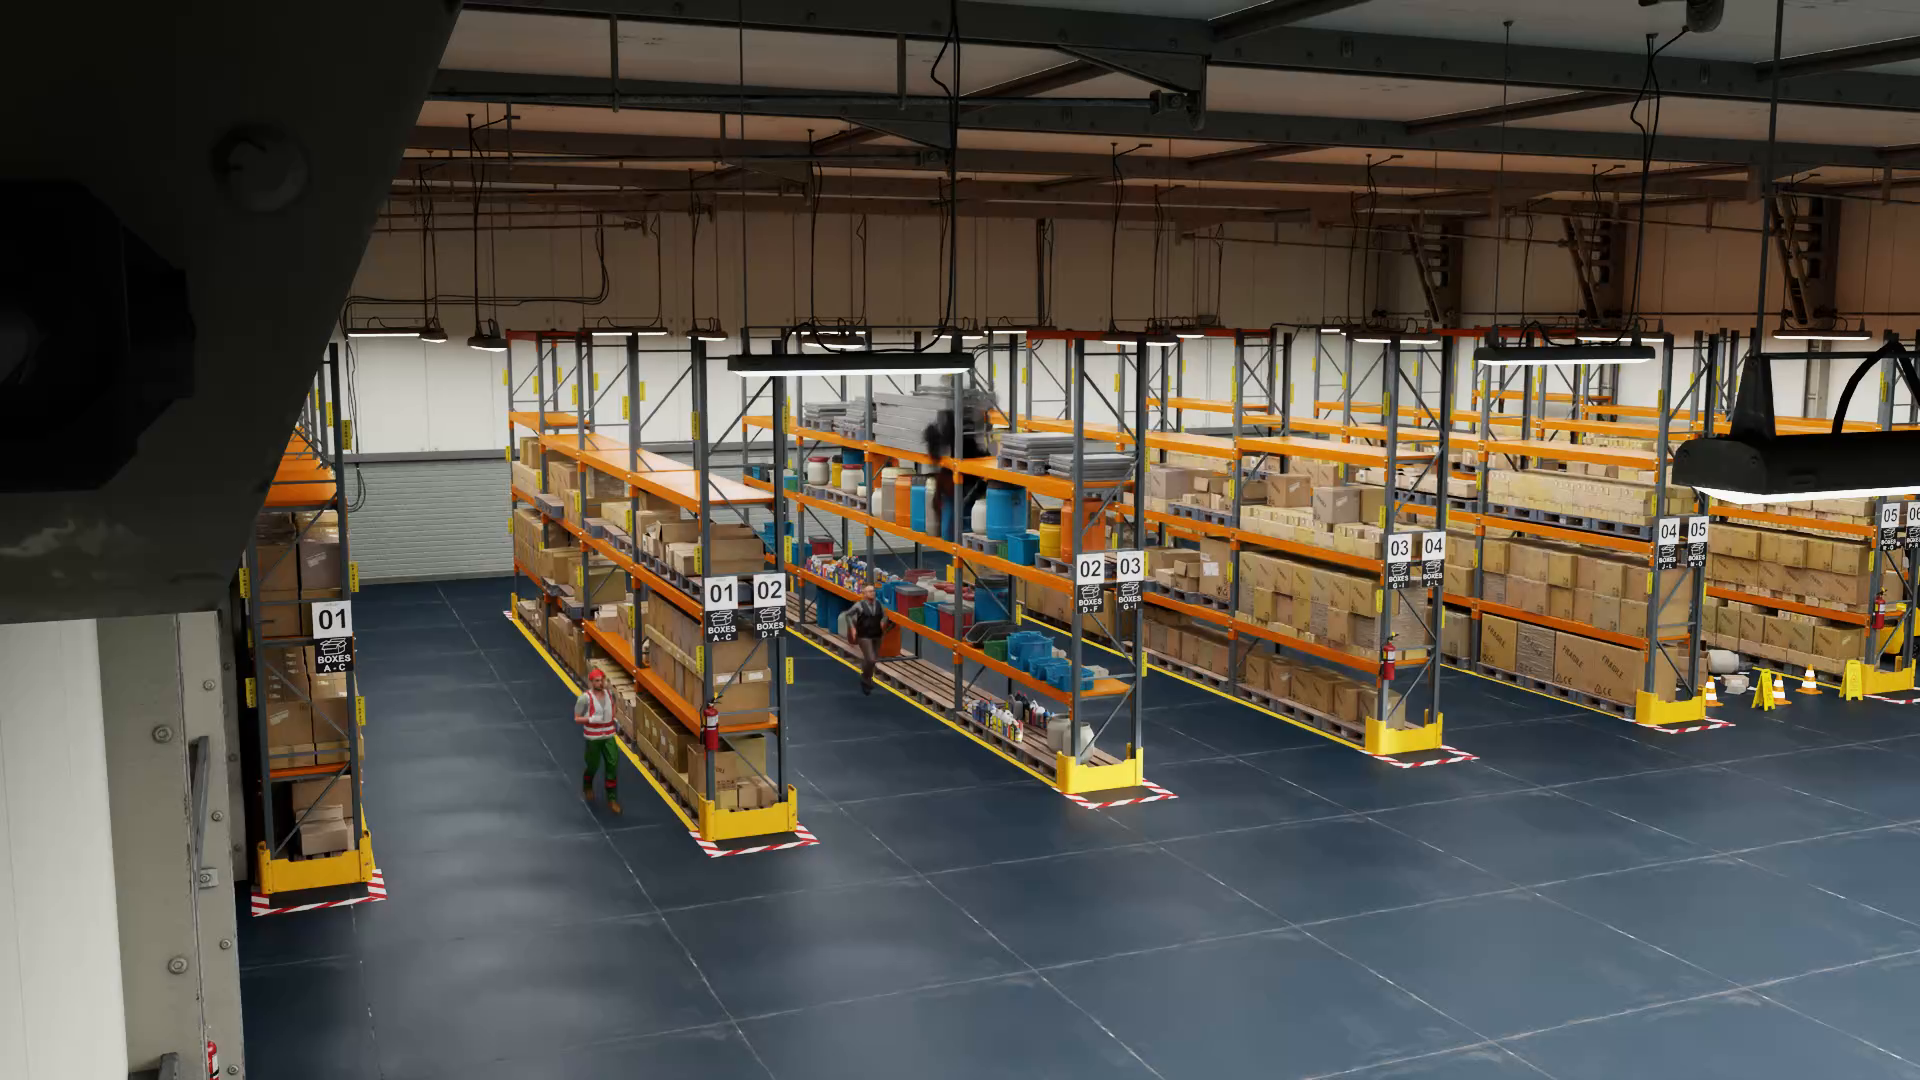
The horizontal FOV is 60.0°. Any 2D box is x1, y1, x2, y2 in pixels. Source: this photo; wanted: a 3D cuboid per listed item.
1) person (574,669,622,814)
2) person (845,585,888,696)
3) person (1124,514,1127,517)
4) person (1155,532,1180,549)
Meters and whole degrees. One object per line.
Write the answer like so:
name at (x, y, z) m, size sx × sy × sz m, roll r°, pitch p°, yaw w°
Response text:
person at (-4.600, 2.532, 21.236) m, size 0.652 × 1.793 × 0.914 m, roll -5°, pitch 9°, yaw -33°
person at (-1.429, 1.631, 26.560) m, size 0.633 × 1.713 × 0.677 m, roll -5°, pitch 9°, yaw -32°
person at (3.719, 0.210, 38.735) m, size 0.729 × 1.765 × 0.908 m, roll -3°, pitch 8°, yaw -18°
person at (5.216, -0.235, 42.018) m, size 0.908 × 1.699 × 0.682 m, roll -3°, pitch 8°, yaw -24°
